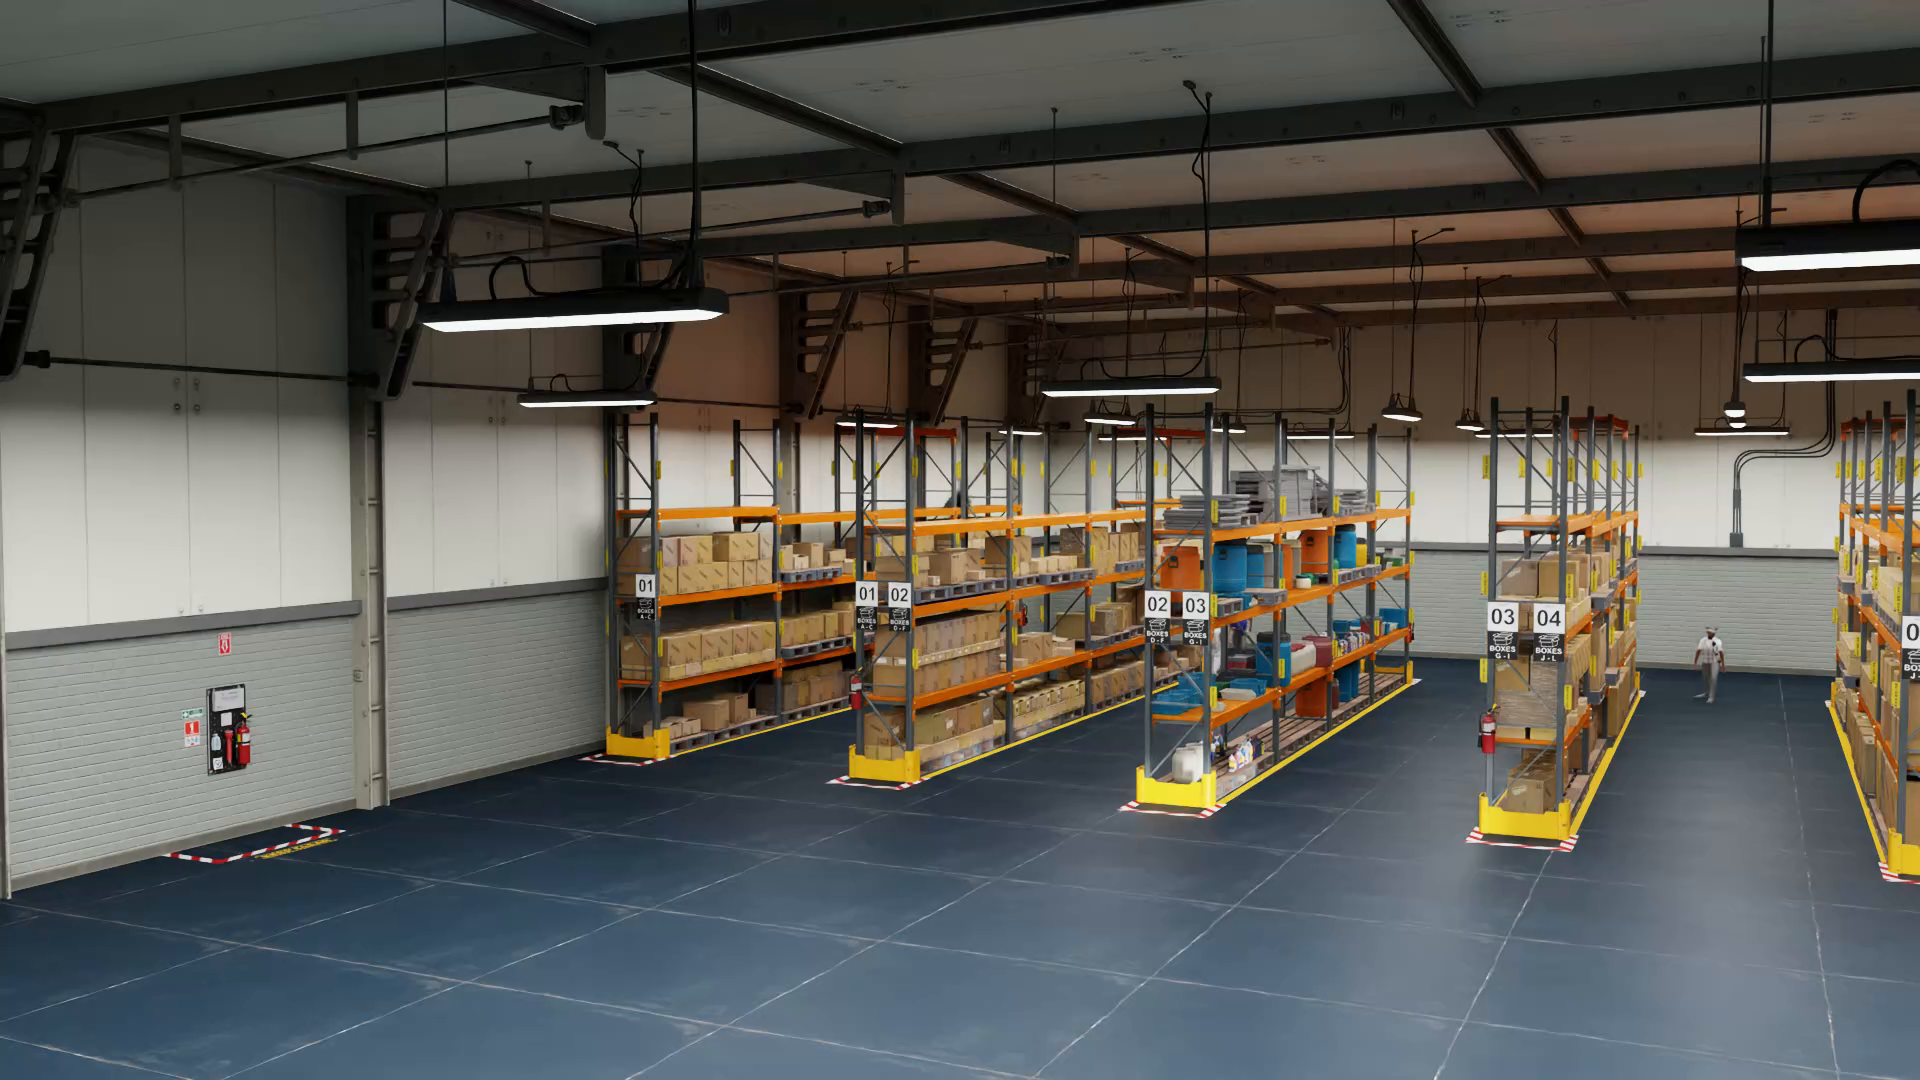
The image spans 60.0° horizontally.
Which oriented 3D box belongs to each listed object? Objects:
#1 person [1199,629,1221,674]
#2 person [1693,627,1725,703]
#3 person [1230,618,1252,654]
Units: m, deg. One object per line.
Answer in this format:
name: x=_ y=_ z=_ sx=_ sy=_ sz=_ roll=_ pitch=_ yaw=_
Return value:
person: x=5.658 y=2.606 z=37.087 sx=0.663 sy=1.729 sz=0.962 roll=1 pitch=2 yaw=14
person: x=16.226 y=2.675 z=36.048 sx=0.621 sy=1.631 sz=0.833 roll=2 pitch=3 yaw=44
person: x=7.055 y=2.479 z=41.786 sx=0.603 sy=1.653 sz=0.904 roll=0 pitch=2 yaw=1
